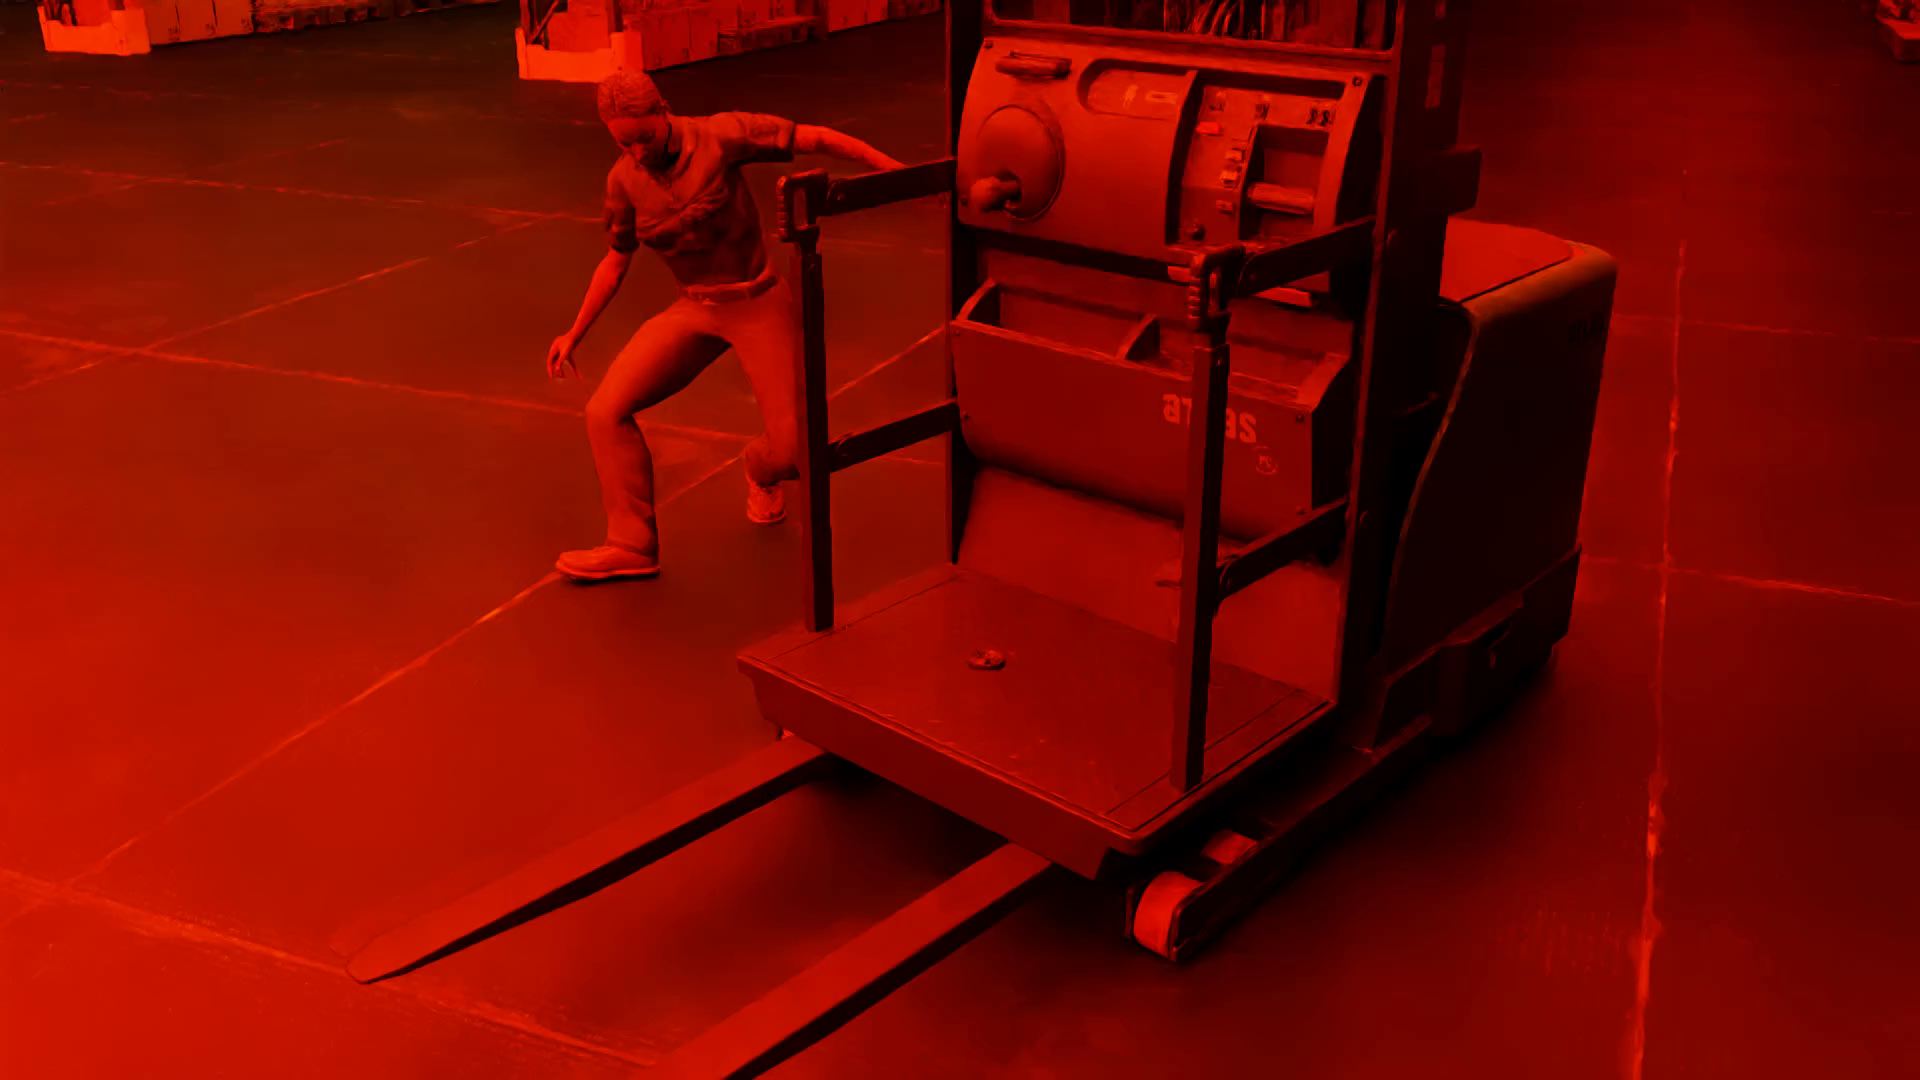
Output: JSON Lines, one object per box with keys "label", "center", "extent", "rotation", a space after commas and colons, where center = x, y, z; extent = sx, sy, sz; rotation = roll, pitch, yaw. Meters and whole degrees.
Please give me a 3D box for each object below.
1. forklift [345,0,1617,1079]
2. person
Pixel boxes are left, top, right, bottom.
{"label": "forklift", "center": [0.230, -0.772, 3.140], "extent": [1.130, 2.935, 3.031], "rotation": [19, 29, 38]}
{"label": "person", "center": [-0.633, -0.600, 4.669], "extent": [1.096, 1.423, 0.683], "rotation": [8, 24, 18]}
